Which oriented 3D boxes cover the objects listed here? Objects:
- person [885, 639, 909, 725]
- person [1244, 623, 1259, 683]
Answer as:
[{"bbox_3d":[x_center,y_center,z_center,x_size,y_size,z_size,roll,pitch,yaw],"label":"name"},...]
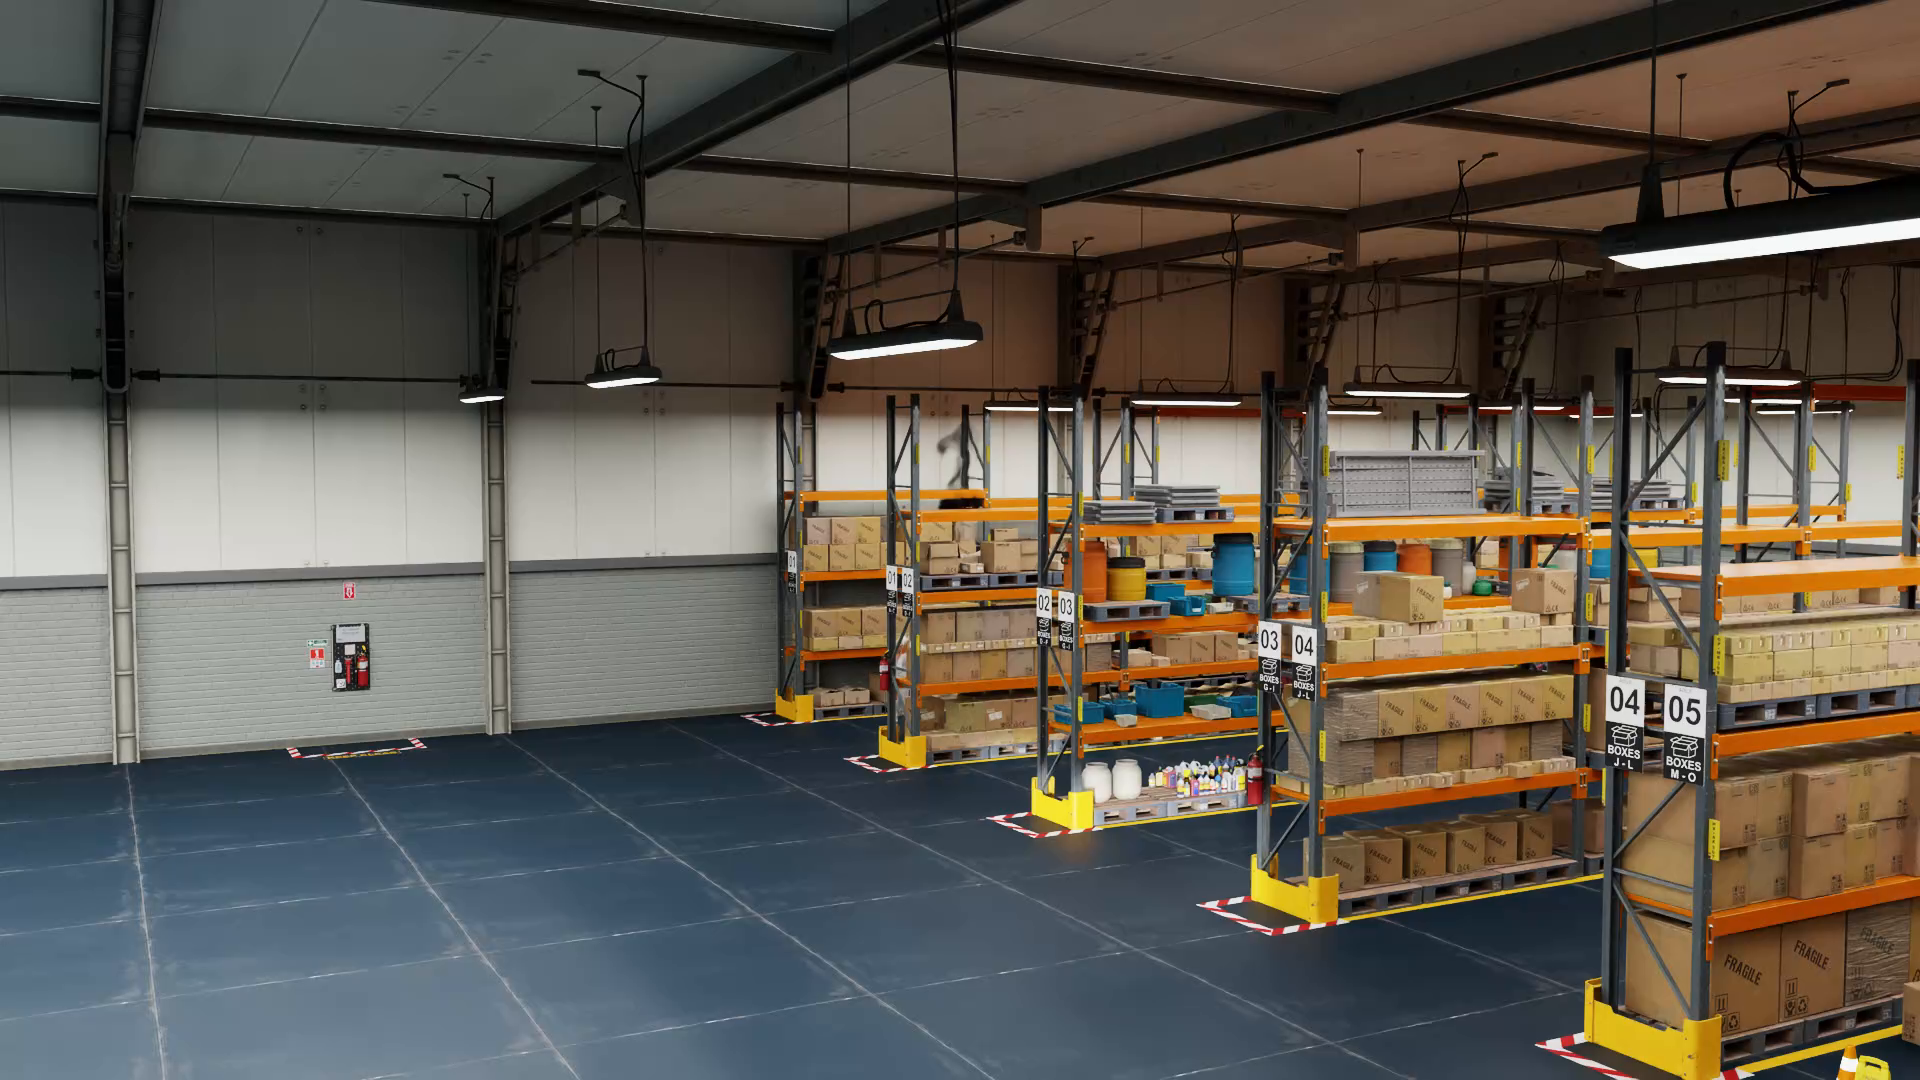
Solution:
[{"bbox_3d":[-1.040,2.619,29.509,0.637,1.766,0.908,2,4,34],"label":"person"},{"bbox_3d":[5.877,2.455,32.936,0.880,1.704,0.654,-2,4,-30],"label":"person"}]
